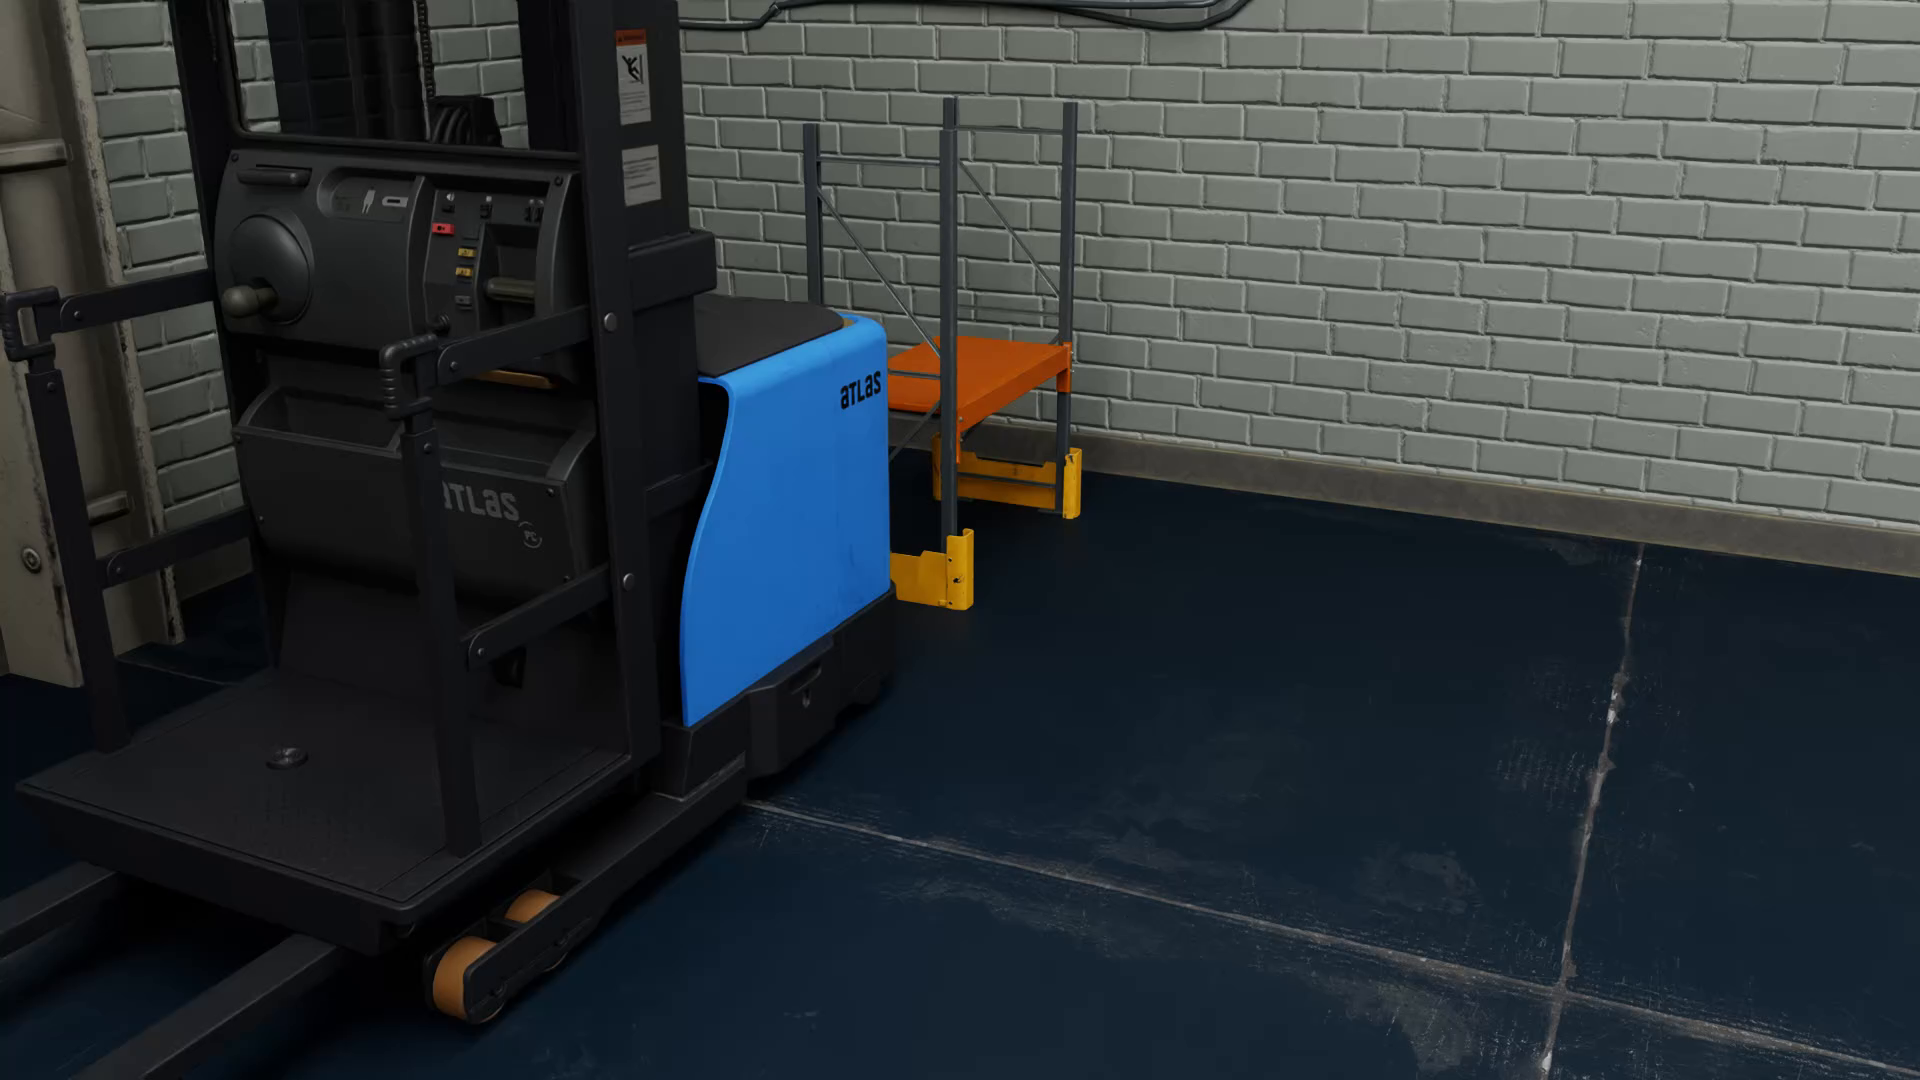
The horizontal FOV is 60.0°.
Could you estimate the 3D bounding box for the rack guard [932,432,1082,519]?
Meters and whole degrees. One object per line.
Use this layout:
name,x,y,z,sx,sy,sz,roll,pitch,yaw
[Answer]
rack guard,0.173,-0.247,6.289,0.587,0.250,0.087,9,21,23

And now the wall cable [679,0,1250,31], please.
wall cable,-0.271,-3.169,6.083,3.097,2.526,0.112,9,21,23

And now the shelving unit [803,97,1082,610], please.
shelving unit,-0.031,-0.683,5.652,0.587,1.500,1.083,9,21,23

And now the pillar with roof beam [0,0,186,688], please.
pillar with roof beam,1.331,-3.305,1.832,9.100,9.000,0.400,9,21,23

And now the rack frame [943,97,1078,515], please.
rack frame,0.173,-0.836,6.081,0.500,1.500,0.032,9,21,23

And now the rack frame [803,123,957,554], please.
rack frame,-0.243,-0.525,5.207,0.500,1.500,0.032,9,21,23

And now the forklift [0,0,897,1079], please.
forklift,-1.282,-0.595,3.268,1.130,2.935,3.031,9,22,25

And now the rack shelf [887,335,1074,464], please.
rack shelf,-0.035,-0.511,5.704,0.538,0.185,1.000,9,21,23

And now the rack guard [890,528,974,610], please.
rack guard,-0.235,0.058,5.433,0.587,0.250,0.087,9,21,23
